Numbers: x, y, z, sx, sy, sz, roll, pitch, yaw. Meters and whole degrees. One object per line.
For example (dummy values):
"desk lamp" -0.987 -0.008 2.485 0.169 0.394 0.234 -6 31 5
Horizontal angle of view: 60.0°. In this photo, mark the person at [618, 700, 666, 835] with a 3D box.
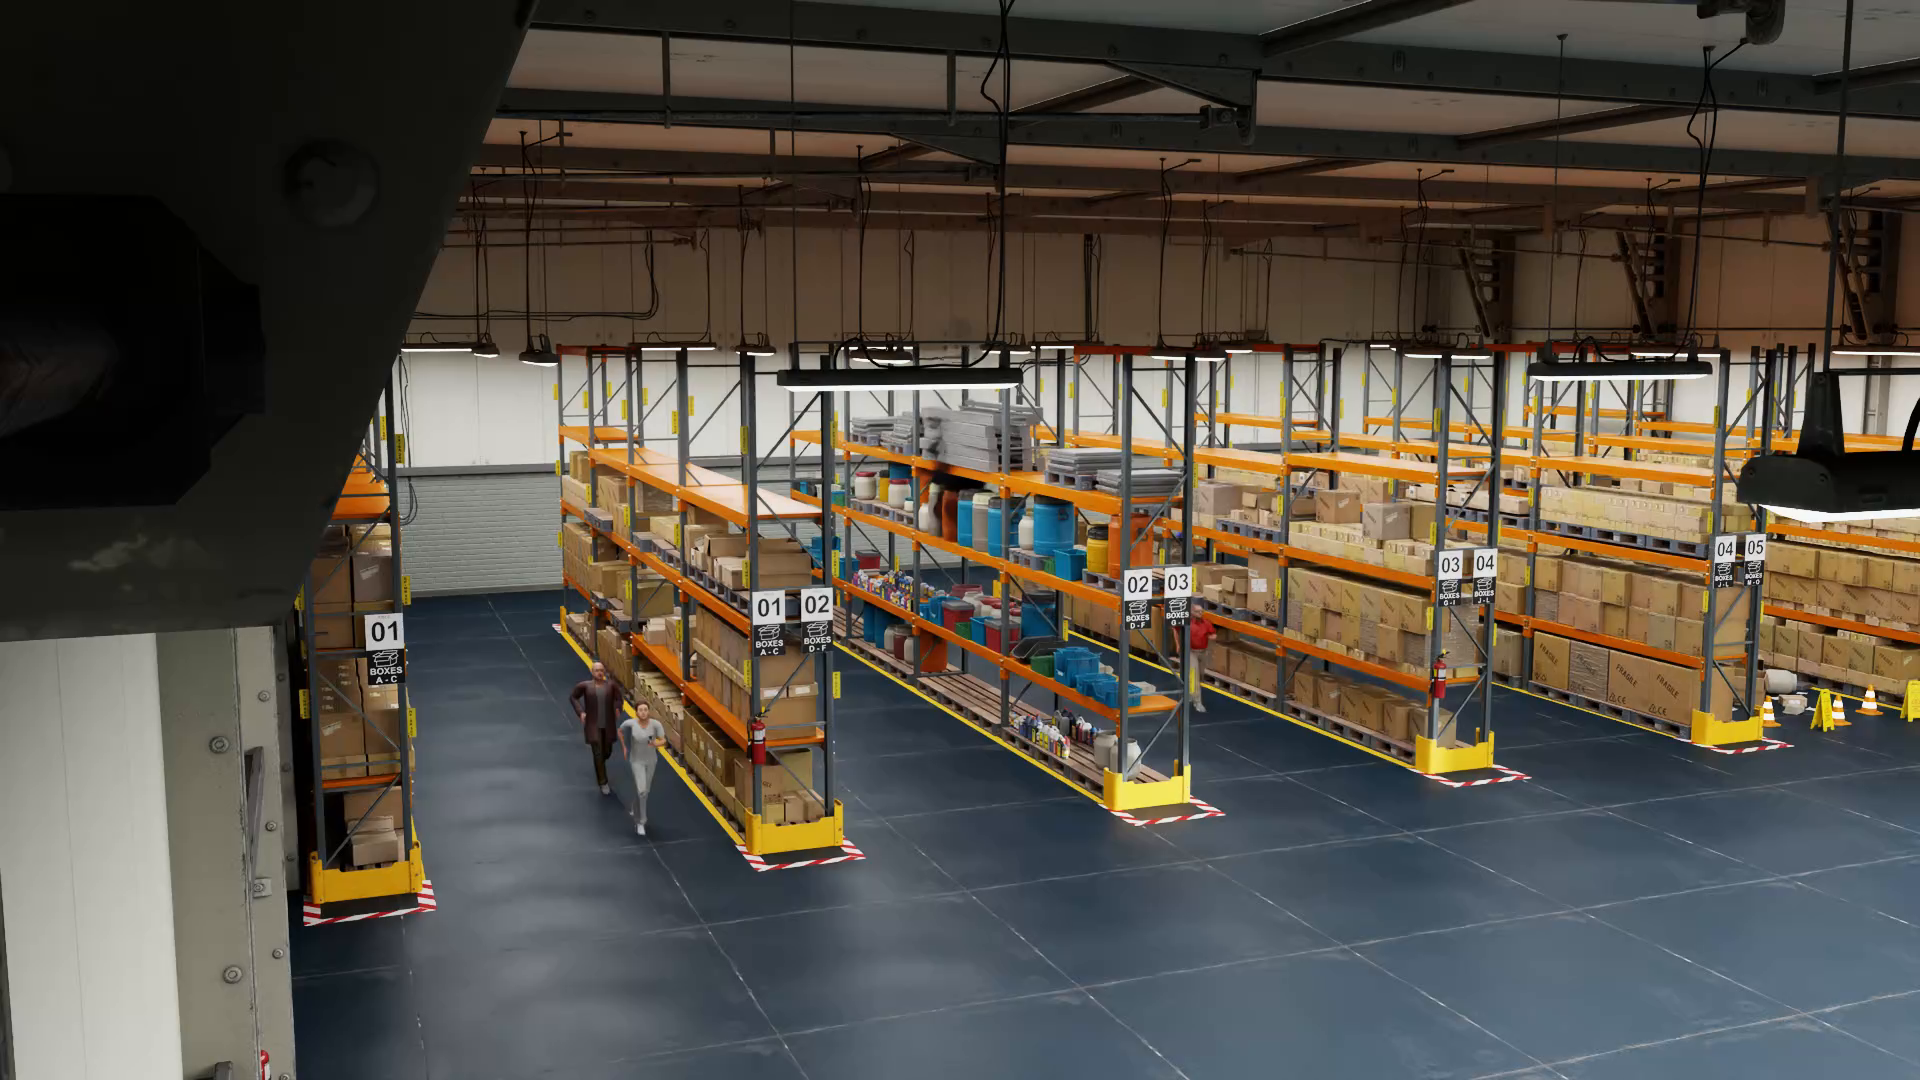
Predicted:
"person" -4.012 2.863 21.055 0.555 1.739 0.754 -3 8 -23

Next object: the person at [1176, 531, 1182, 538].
"person" 5.510 0.261 41.555 0.550 1.611 0.708 -1 7 -9

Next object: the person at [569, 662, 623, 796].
"person" -4.991 2.560 22.955 0.710 1.776 0.951 -3 8 -25

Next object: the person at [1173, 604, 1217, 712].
"person" 3.943 1.923 27.765 0.665 1.726 0.987 -2 8 -18
